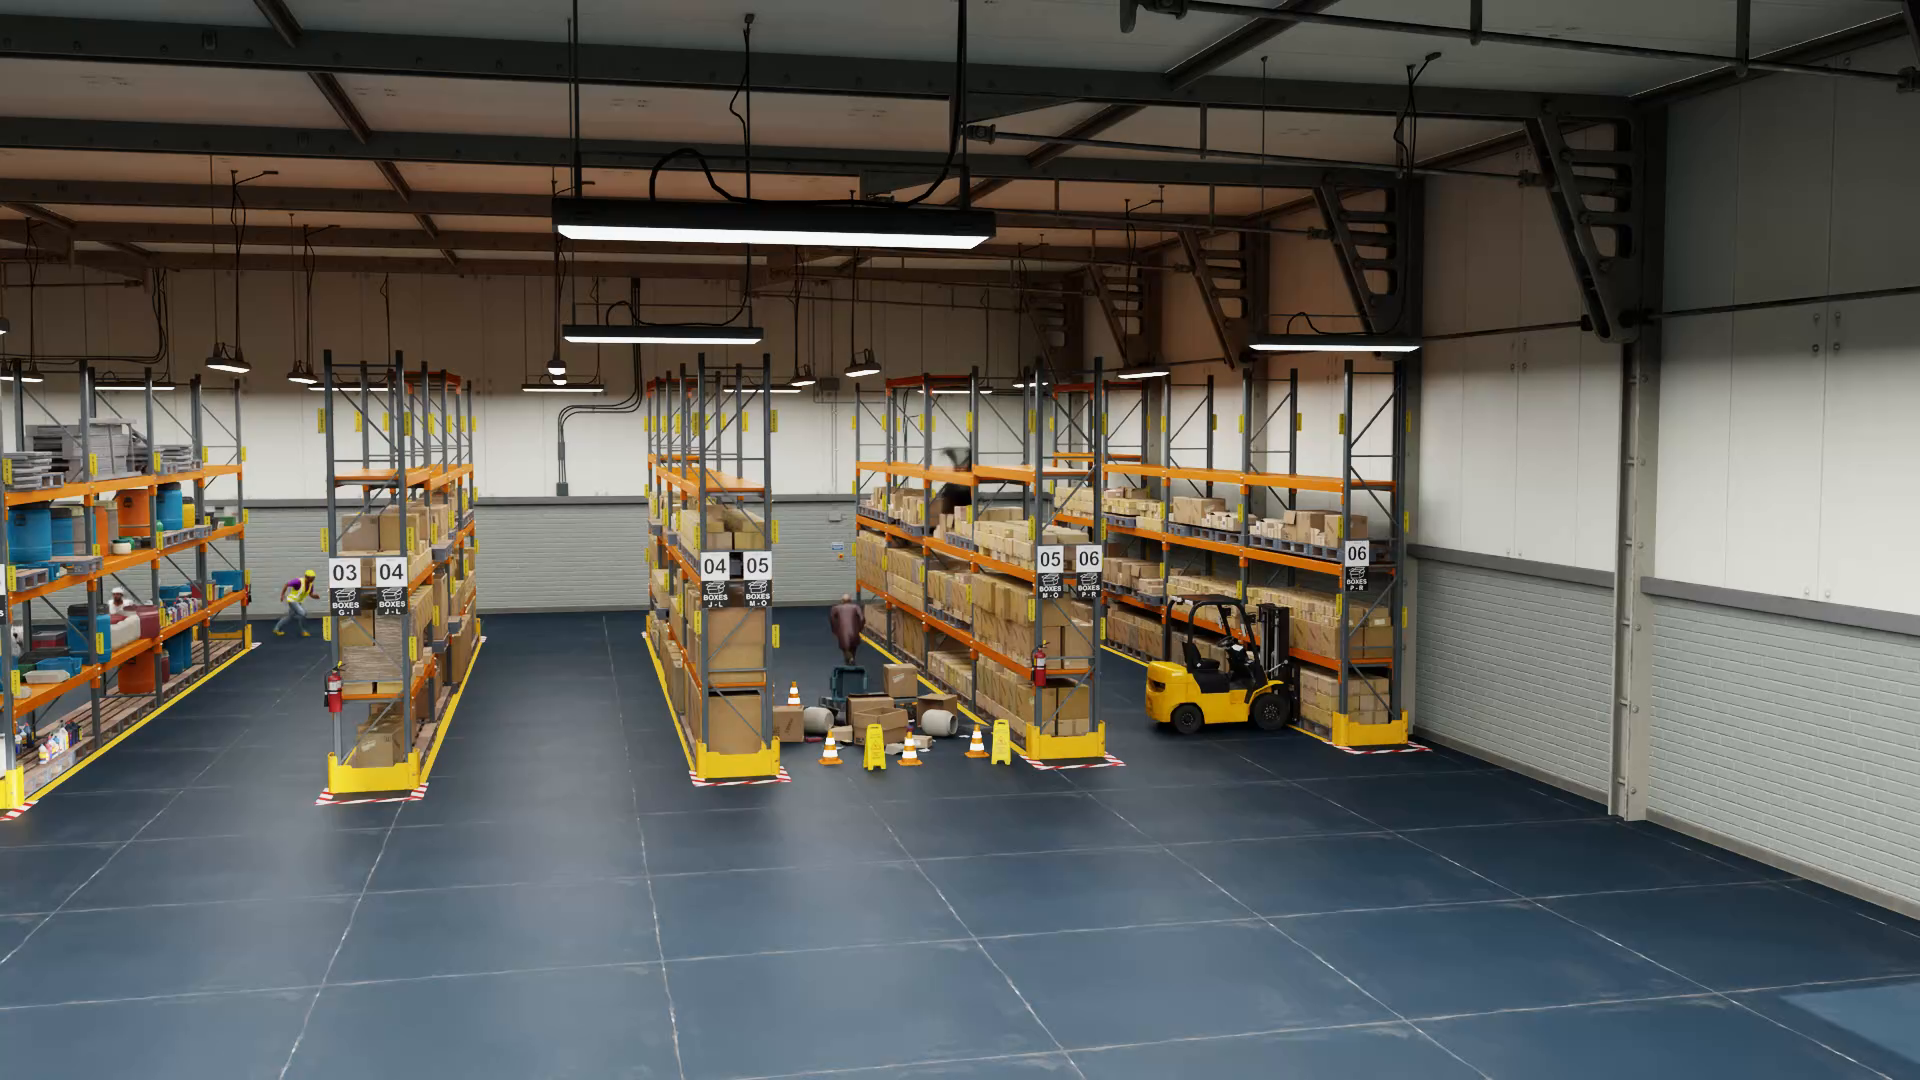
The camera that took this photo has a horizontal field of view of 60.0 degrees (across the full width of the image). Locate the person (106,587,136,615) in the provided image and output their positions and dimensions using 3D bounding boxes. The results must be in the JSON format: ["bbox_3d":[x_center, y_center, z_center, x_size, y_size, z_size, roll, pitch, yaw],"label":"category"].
[{"bbox_3d":[-16.945,1.799,33.666,0.683,1.733,0.807,0,4,-3],"label":"person"}]

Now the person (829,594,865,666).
[{"bbox_3d":[-2.218,1.909,32.952,0.712,1.597,1.033,-1,4,-10],"label":"person"}]

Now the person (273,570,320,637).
[{"bbox_3d":[-15.582,1.471,38.986,1.100,1.556,0.727,1,4,12],"label":"person"}]

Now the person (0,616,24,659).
[{"bbox_3d":[-17.316,2.117,30.295,0.648,1.556,0.781,-3,5,-38],"label":"person"}]
